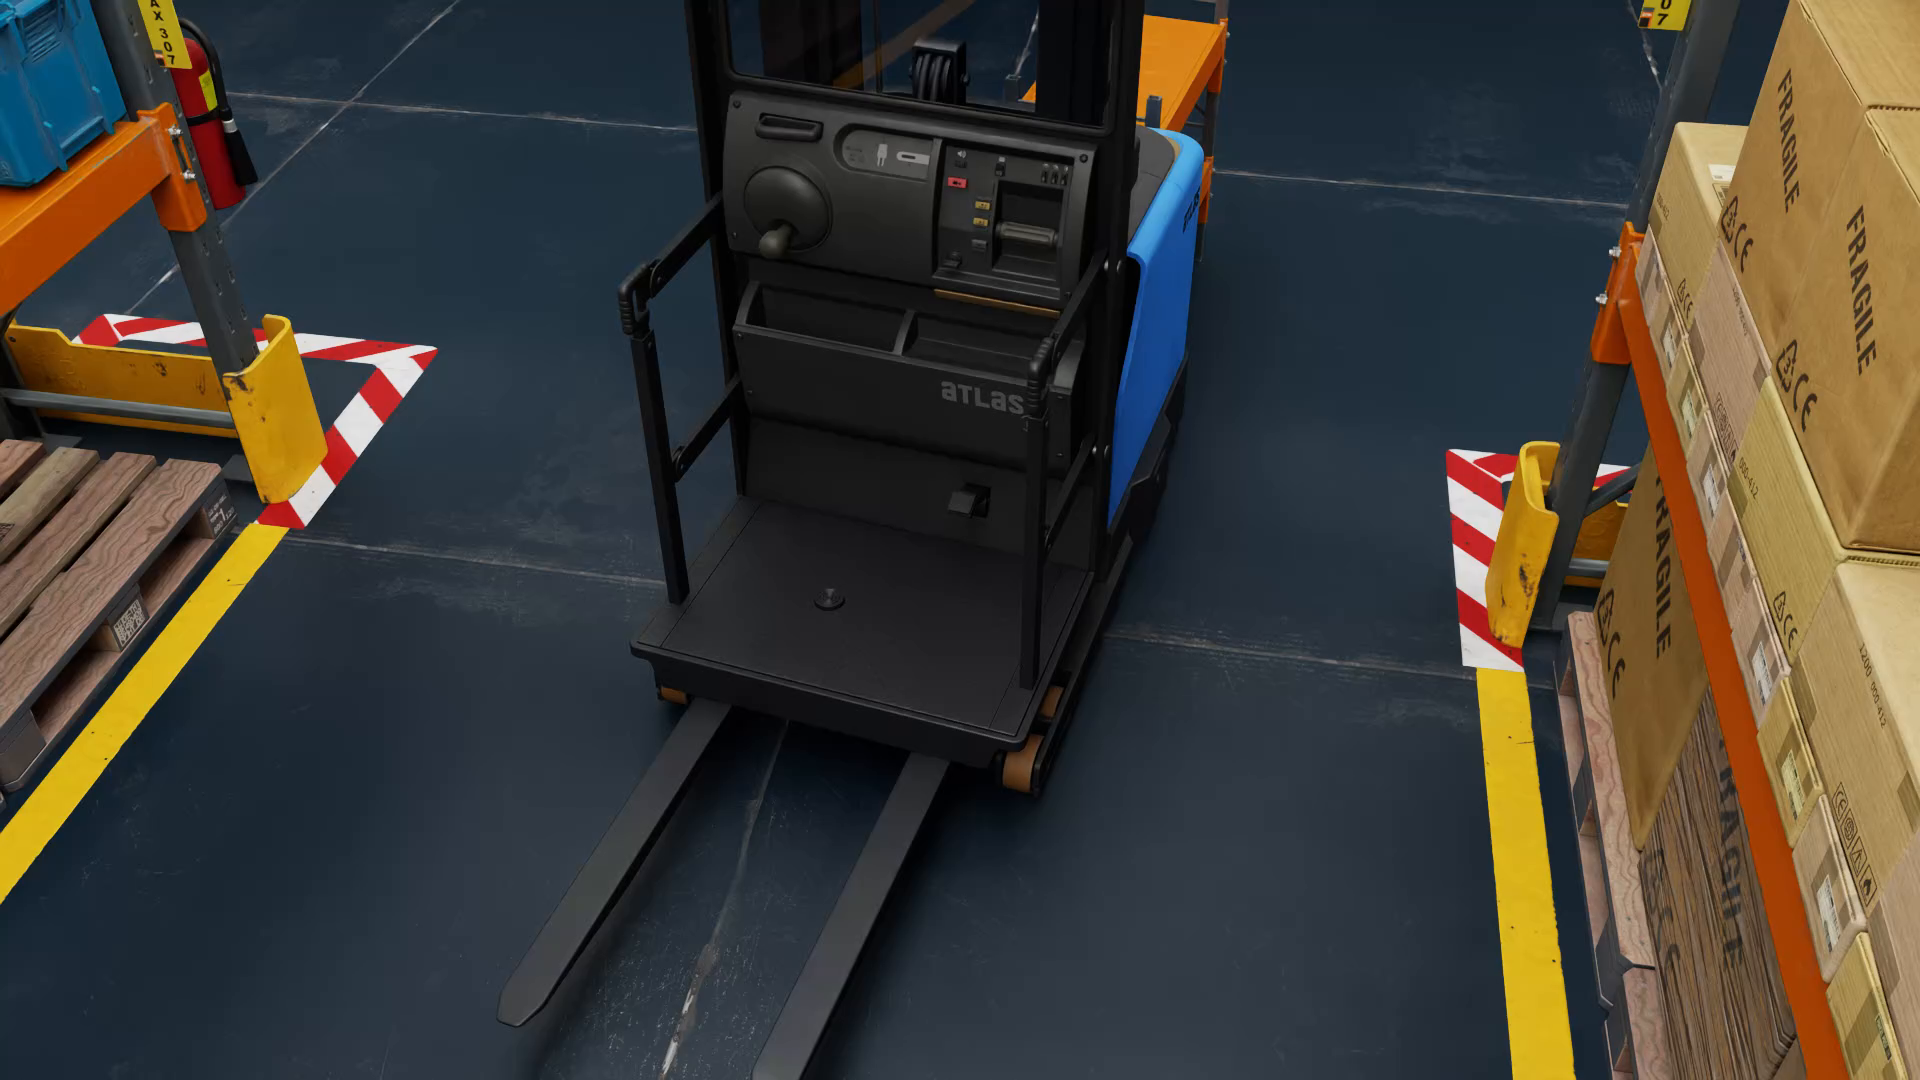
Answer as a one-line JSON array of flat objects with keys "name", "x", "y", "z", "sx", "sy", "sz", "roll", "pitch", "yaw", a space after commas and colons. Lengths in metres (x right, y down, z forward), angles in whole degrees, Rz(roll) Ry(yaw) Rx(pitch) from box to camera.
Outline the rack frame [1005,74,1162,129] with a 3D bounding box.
[{"name": "rack frame", "x": 0.386, "y": -0.982, "z": 5.555, "sx": 0.500, "sy": 1.125, "sz": 0.032, "roll": 13, "pitch": 41, "yaw": 15}]

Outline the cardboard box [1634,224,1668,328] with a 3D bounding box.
[{"name": "cardboard box", "x": 1.774, "y": -0.593, "z": 3.810, "sx": 0.380, "sy": 0.149, "sz": 0.250, "roll": 7, "pitch": 40, "yaw": 8}]

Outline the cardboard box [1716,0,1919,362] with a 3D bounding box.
[{"name": "cardboard box", "x": 1.725, "y": -0.637, "z": 2.962, "sx": 0.500, "sy": 0.500, "sz": 0.500, "roll": 5, "pitch": 40, "yaw": 7}]

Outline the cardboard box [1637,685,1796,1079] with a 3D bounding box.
[{"name": "cardboard box", "x": 1.971, "y": 0.763, "z": 3.312, "sx": 0.875, "sy": 0.875, "sz": 0.875, "roll": 6, "pitch": 40, "yaw": 8}]

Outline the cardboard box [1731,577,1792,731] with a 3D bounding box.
[{"name": "cardboard box", "x": 1.554, "y": 0.214, "z": 2.834, "sx": 0.380, "sy": 0.149, "sz": 0.250, "roll": 6, "pitch": 40, "yaw": 7}]

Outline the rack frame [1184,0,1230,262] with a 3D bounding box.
[{"name": "rack frame", "x": 0.721, "y": -1.594, "z": 6.295, "sx": 0.500, "sy": 1.125, "sz": 0.032, "roll": 13, "pitch": 41, "yaw": 15}]

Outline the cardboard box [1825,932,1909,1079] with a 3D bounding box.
[{"name": "cardboard box", "x": 1.421, "y": 0.697, "z": 2.250, "sx": 0.380, "sy": 0.149, "sz": 0.250, "roll": 6, "pitch": 40, "yaw": 7}]

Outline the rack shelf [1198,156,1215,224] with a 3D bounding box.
[{"name": "rack shelf", "x": 0.553, "y": -1.099, "z": 6.081, "sx": 0.538, "sy": 0.278, "sz": 1.000, "roll": 13, "pitch": 41, "yaw": 15}]

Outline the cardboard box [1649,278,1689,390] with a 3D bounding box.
[{"name": "cardboard box", "x": 1.731, "y": -0.432, "z": 3.615, "sx": 0.380, "sy": 0.149, "sz": 0.250, "roll": 6, "pitch": 40, "yaw": 7}]

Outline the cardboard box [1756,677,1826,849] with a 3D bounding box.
[{"name": "cardboard box", "x": 1.509, "y": 0.373, "z": 2.642, "sx": 0.380, "sy": 0.149, "sz": 0.250, "roll": 5, "pitch": 40, "yaw": 7}]

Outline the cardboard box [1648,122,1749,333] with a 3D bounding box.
[{"name": "cardboard box", "x": 1.812, "y": -0.661, "z": 3.580, "sx": 0.500, "sy": 0.250, "sz": 0.500, "roll": 5, "pitch": 40, "yaw": 6}]

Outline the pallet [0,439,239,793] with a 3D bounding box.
[{"name": "pallet", "x": -2.899, "y": 0.166, "z": 4.884, "sx": 1.003, "sy": 0.211, "sz": 1.213, "roll": 6, "pitch": 40, "yaw": 8}]

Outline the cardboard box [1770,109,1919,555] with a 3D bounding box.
[{"name": "cardboard box", "x": 1.641, "y": -0.311, "z": 2.568, "sx": 0.500, "sy": 0.500, "sz": 0.500, "roll": 5, "pitch": 40, "yaw": 6}]

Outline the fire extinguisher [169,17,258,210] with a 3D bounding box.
[{"name": "fire extinguisher", "x": -2.244, "y": -1.293, "z": 4.813, "sx": 0.296, "sy": 0.674, "sz": 0.183, "roll": 6, "pitch": 40, "yaw": 8}]

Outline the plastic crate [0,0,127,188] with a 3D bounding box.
[{"name": "plastic crate", "x": -2.592, "y": -1.228, "z": 4.307, "sx": 0.616, "sy": 0.435, "sz": 0.499, "roll": 6, "pitch": 40, "yaw": 8}]

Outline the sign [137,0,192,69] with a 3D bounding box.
[{"name": "sign", "x": -2.173, "y": -1.435, "z": 4.503, "sx": 0.100, "sy": 0.325, "sz": 0.005, "roll": 6, "pitch": 40, "yaw": 8}]

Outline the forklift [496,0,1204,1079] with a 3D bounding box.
[{"name": "forklift", "x": -0.205, "y": -0.752, "z": 3.859, "sx": 1.130, "sy": 2.935, "sz": 3.031, "roll": 12, "pitch": 41, "yaw": 15}]

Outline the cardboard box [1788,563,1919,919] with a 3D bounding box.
[{"name": "cardboard box", "x": 1.553, "y": 0.308, "z": 2.407, "sx": 0.500, "sy": 0.250, "sz": 0.500, "roll": 6, "pitch": 40, "yaw": 7}]

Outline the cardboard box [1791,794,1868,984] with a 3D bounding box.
[{"name": "cardboard box", "x": 1.466, "y": 0.537, "z": 2.443, "sx": 0.380, "sy": 0.149, "sz": 0.250, "roll": 7, "pitch": 40, "yaw": 8}]

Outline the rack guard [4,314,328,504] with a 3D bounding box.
[{"name": "rack guard", "x": -2.726, "y": -0.475, "z": 5.433, "sx": 1.175, "sy": 0.500, "sz": 0.348, "roll": 6, "pitch": 40, "yaw": 8}]

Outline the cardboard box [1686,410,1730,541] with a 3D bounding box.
[{"name": "cardboard box", "x": 1.643, "y": -0.107, "z": 3.223, "sx": 0.380, "sy": 0.149, "sz": 0.250, "roll": 6, "pitch": 40, "yaw": 7}]

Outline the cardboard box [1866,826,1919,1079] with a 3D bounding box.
[{"name": "cardboard box", "x": 1.462, "y": 0.626, "z": 2.023, "sx": 0.500, "sy": 0.250, "sz": 0.500, "roll": 7, "pitch": 40, "yaw": 9}]

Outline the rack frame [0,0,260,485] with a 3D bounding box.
[{"name": "rack frame", "x": -2.718, "y": -1.422, "z": 4.616, "sx": 1.000, "sy": 3.000, "sz": 0.127, "roll": 6, "pitch": 40, "yaw": 8}]

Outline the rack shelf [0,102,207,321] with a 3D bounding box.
[{"name": "rack shelf", "x": -3.064, "y": 0.110, "z": 3.327, "sx": 1.077, "sy": 0.370, "sz": 4.000, "roll": 6, "pitch": 40, "yaw": 8}]

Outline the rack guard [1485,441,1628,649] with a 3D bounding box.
[{"name": "rack guard", "x": 2.165, "y": 0.072, "z": 4.770, "sx": 1.175, "sy": 0.500, "sz": 0.348, "roll": 6, "pitch": 40, "yaw": 8}]

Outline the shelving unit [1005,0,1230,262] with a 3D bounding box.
[{"name": "shelving unit", "x": 0.553, "y": -1.288, "z": 5.925, "sx": 0.538, "sy": 1.125, "sz": 1.048, "roll": 13, "pitch": 41, "yaw": 15}]

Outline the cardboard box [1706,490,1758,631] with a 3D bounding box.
[{"name": "cardboard box", "x": 1.598, "y": 0.052, "z": 3.030, "sx": 0.380, "sy": 0.149, "sz": 0.250, "roll": 6, "pitch": 40, "yaw": 7}]

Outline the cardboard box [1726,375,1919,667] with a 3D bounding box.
[{"name": "cardboard box", "x": 1.638, "y": -0.020, "z": 2.804, "sx": 0.500, "sy": 0.250, "sz": 0.500, "roll": 5, "pitch": 40, "yaw": 6}]

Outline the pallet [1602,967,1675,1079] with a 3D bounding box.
[{"name": "pallet", "x": 1.886, "y": 1.472, "z": 3.303, "sx": 1.003, "sy": 0.211, "sz": 1.213, "roll": 6, "pitch": 40, "yaw": 8}]

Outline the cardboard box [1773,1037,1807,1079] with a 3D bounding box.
[{"name": "cardboard box", "x": 1.817, "y": 1.321, "z": 2.636, "sx": 0.875, "sy": 0.875, "sz": 0.875, "roll": 6, "pitch": 40, "yaw": 8}]

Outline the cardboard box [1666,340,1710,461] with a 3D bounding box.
[{"name": "cardboard box", "x": 1.687, "y": -0.271, "z": 3.421, "sx": 0.380, "sy": 0.149, "sz": 0.250, "roll": 6, "pitch": 40, "yaw": 7}]

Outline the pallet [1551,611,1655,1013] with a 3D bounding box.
[{"name": "pallet", "x": 2.099, "y": 0.709, "z": 4.227, "sx": 1.003, "sy": 0.211, "sz": 1.213, "roll": 6, "pitch": 40, "yaw": 8}]

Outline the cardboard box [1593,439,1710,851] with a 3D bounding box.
[{"name": "cardboard box", "x": 2.129, "y": 0.191, "z": 4.002, "sx": 0.875, "sy": 0.875, "sz": 0.875, "roll": 6, "pitch": 40, "yaw": 8}]

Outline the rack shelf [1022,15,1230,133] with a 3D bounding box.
[{"name": "rack shelf", "x": 0.553, "y": -1.513, "z": 5.738, "sx": 0.538, "sy": 0.278, "sz": 1.000, "roll": 13, "pitch": 41, "yaw": 15}]

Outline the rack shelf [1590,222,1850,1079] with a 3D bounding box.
[{"name": "rack shelf", "x": 1.815, "y": 0.656, "z": 2.667, "sx": 1.077, "sy": 0.370, "sz": 4.000, "roll": 6, "pitch": 40, "yaw": 8}]

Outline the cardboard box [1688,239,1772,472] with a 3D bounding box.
[{"name": "cardboard box", "x": 1.728, "y": -0.334, "z": 3.185, "sx": 0.500, "sy": 0.250, "sz": 0.500, "roll": 6, "pitch": 40, "yaw": 7}]

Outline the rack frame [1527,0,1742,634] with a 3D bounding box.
[{"name": "rack frame", "x": 2.161, "y": -0.876, "z": 3.956, "sx": 1.000, "sy": 3.000, "sz": 0.127, "roll": 6, "pitch": 40, "yaw": 8}]

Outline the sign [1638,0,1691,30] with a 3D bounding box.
[{"name": "sign", "x": 1.615, "y": -1.305, "z": 3.733, "sx": 0.100, "sy": 0.325, "sz": 0.005, "roll": 6, "pitch": 40, "yaw": 8}]

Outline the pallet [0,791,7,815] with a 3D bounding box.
[{"name": "pallet", "x": -3.112, "y": 0.929, "z": 3.961, "sx": 1.003, "sy": 0.211, "sz": 1.213, "roll": 6, "pitch": 40, "yaw": 8}]
